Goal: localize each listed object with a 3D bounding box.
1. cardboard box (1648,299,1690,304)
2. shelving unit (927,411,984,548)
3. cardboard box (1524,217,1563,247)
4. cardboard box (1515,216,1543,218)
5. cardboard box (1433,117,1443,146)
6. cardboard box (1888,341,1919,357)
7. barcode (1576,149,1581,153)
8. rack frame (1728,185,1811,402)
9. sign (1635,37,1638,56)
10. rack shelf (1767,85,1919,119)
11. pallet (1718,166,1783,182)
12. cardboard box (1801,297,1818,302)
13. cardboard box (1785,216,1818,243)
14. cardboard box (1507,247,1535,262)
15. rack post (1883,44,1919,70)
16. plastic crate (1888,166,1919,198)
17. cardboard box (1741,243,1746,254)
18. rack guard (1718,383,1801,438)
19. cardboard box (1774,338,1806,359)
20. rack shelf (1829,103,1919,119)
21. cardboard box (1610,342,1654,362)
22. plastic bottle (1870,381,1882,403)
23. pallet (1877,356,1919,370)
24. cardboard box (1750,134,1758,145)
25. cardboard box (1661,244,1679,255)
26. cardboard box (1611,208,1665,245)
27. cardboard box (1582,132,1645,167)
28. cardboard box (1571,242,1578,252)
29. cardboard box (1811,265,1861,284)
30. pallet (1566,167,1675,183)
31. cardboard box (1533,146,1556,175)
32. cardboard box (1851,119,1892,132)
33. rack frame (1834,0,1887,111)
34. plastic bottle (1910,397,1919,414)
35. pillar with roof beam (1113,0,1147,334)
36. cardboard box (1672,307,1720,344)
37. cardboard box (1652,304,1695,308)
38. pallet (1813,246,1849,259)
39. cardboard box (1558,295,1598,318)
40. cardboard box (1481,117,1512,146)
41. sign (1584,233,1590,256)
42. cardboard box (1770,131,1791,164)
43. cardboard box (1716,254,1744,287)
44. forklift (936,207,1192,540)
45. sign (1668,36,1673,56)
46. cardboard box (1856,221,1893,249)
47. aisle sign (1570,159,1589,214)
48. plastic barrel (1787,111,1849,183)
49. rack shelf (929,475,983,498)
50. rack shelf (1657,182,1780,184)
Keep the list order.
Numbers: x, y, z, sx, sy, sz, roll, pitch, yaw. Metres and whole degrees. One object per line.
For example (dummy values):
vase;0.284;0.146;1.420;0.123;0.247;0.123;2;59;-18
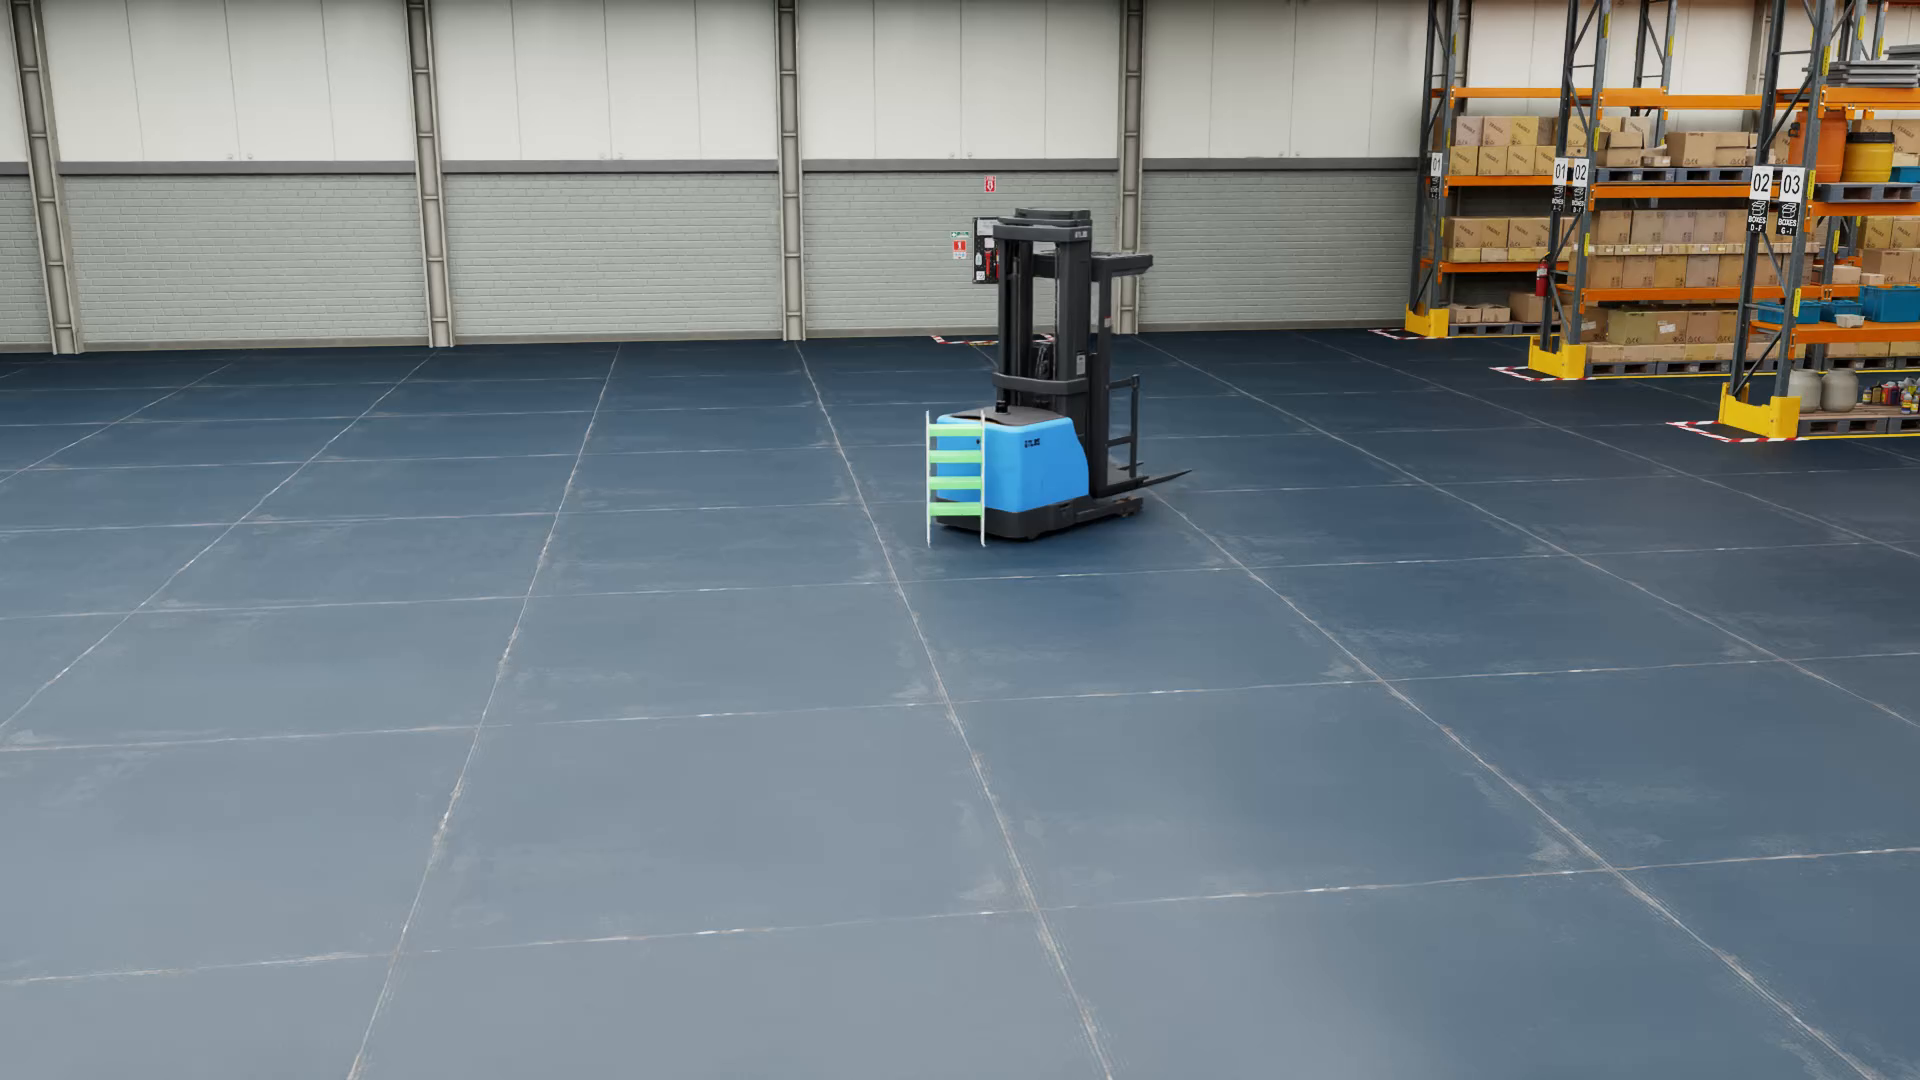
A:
cardboard box;13.055;-4.376;30.740;0.500;0.500;0.700;-2;14;-6
shelving unit;-0.042;-0.544;14.925;0.503;1.200;0.258;-1;14;-2
cardboard box;10.402;-5.500;29.711;0.500;0.500;0.500;-2;14;-7
cardboard box;10.317;-5.623;30.201;0.500;0.500;0.500;-2;14;-8
cardboard box;8.762;-7.276;29.601;0.500;0.500;0.500;-1;14;-6
cardboard box;14.525;-3.016;25.871;0.500;0.250;0.500;-3;14;-10
barcode;9.343;-5.872;25.109;0.075;0.075;0.001;-2;14;-8
rack frame;9.850;-2.817;20.287;0.127;3.000;1.000;-2;14;-8
sign;12.242;-8.918;30.036;0.005;0.325;0.100;-2;14;-8
rack shelf;11.828;-5.256;19.983;4.000;0.370;1.077;-2;14;-8
pallet;12.232;-5.528;25.115;1.213;0.211;1.003;-2;14;-8
cardboard box;15.581;-4.452;31.042;0.500;0.500;0.700;-2;14;-8
cardboard box;12.634;-4.814;25.377;0.500;0.500;0.700;-2;14;-8
cardboard box;9.920;-5.117;29.728;0.500;0.250;0.500;-2;14;-9
rack post;11.762;-5.768;19.877;0.954;0.300;0.937;-2;14;-9
plastic crate;11.691;-4.406;20.489;0.575;0.384;0.392;-2;14;-8
cardboard box;11.828;-4.419;25.136;0.250;0.149;0.380;-2;14;-9
rack guard;9.919;-1.618;20.647;0.348;0.500;1.175;-2;14;-8
cardboard box;12.646;-2.954;25.624;0.500;0.250;0.500;-2;14;-8
rack shelf;15.049;-6.593;25.312;4.000;0.370;1.077;-2;14;-8
cardboard box;10.174;-2.863;25.262;0.500;0.250;0.500;-2;14;-8
plastic bottle;11.714;-1.893;21.284;0.133;0.283;0.061;-2;14;-7
pallet;15.003;-2.882;26.279;1.213;0.211;1.003;-2;14;-8
cardboard box;14.102;-7.097;30.120;0.500;0.500;0.500;-3;14;-10
cardboard box;10.557;-4.372;24.949;0.250;0.149;0.380;-3;14;-10
cardboard box;10.151;-4.722;25.013;0.500;0.500;0.700;-2;14;-10
cardboard box;9.685;-5.805;24.672;0.637;0.503;0.797;-1;14;-4
cardboard box;9.466;-4.431;25.186;0.250;0.149;0.380;-2;14;-9
cardboard box;13.552;-4.109;25.748;0.500;0.250;0.500;-1;14;-5
pallet;9.819;-5.440;24.762;1.213;0.211;1.003;-2;14;-8
cardboard box;10.318;-6.720;29.439;0.500;0.500;0.500;-1;14;-5
cardboard box;13.687;-6.116;25.179;0.500;0.500;0.500;-2;14;-8
rack frame;16.285;-8.400;30.216;0.127;3.000;1.000;-2;14;-8
plastic bottle;11.792;-1.667;20.552;0.097;0.201;0.097;0;14;0
pillar with roof beam;3.646;-7.090;24.994;0.400;9.000;9.100;-2;14;-8
cardboard box;11.163;-3.262;25.309;0.500;0.500;0.500;-2;14;-8
cardboard box;11.083;-3.391;25.823;0.500;0.500;0.500;-2;14;-8
pallet;15.596;-5.345;30.764;1.003;0.211;1.213;-2;14;-8
cardboard box;11.310;-4.299;30.430;0.500;0.500;0.500;-3;14;-13
cardboard box;9.295;-7.160;29.135;0.500;0.500;0.500;-2;14;-9
sign;9.193;-4.333;24.391;0.005;0.325;0.100;-2;14;-8
cardboard box;12.534;-5.974;25.352;0.500;0.500;0.500;-1;14;-4
cardboard box;11.617;-4.146;25.383;0.500;0.500;0.700;-2;14;-7
forklift;1.137;-1.714;16.033;1.130;2.935;3.031;13;19;41
sign;12.393;-8.615;28.991;0.005;0.325;0.100;-2;14;-8
cardboard box;16.804;-5.648;30.719;0.500;0.500;0.500;-2;14;-7
aisle sign;9.097;-5.193;24.419;0.004;0.787;0.394;-2;14;-8
plastic barrel;10.312;-4.732;20.011;0.708;0.830;0.600;-2;14;-8
rack shelf;-0.042;-0.482;14.940;0.480;0.148;0.258;-1;14;-2
rack shelf;14.308;-6.523;30.379;4.000;0.370;1.077;-2;14;-8
